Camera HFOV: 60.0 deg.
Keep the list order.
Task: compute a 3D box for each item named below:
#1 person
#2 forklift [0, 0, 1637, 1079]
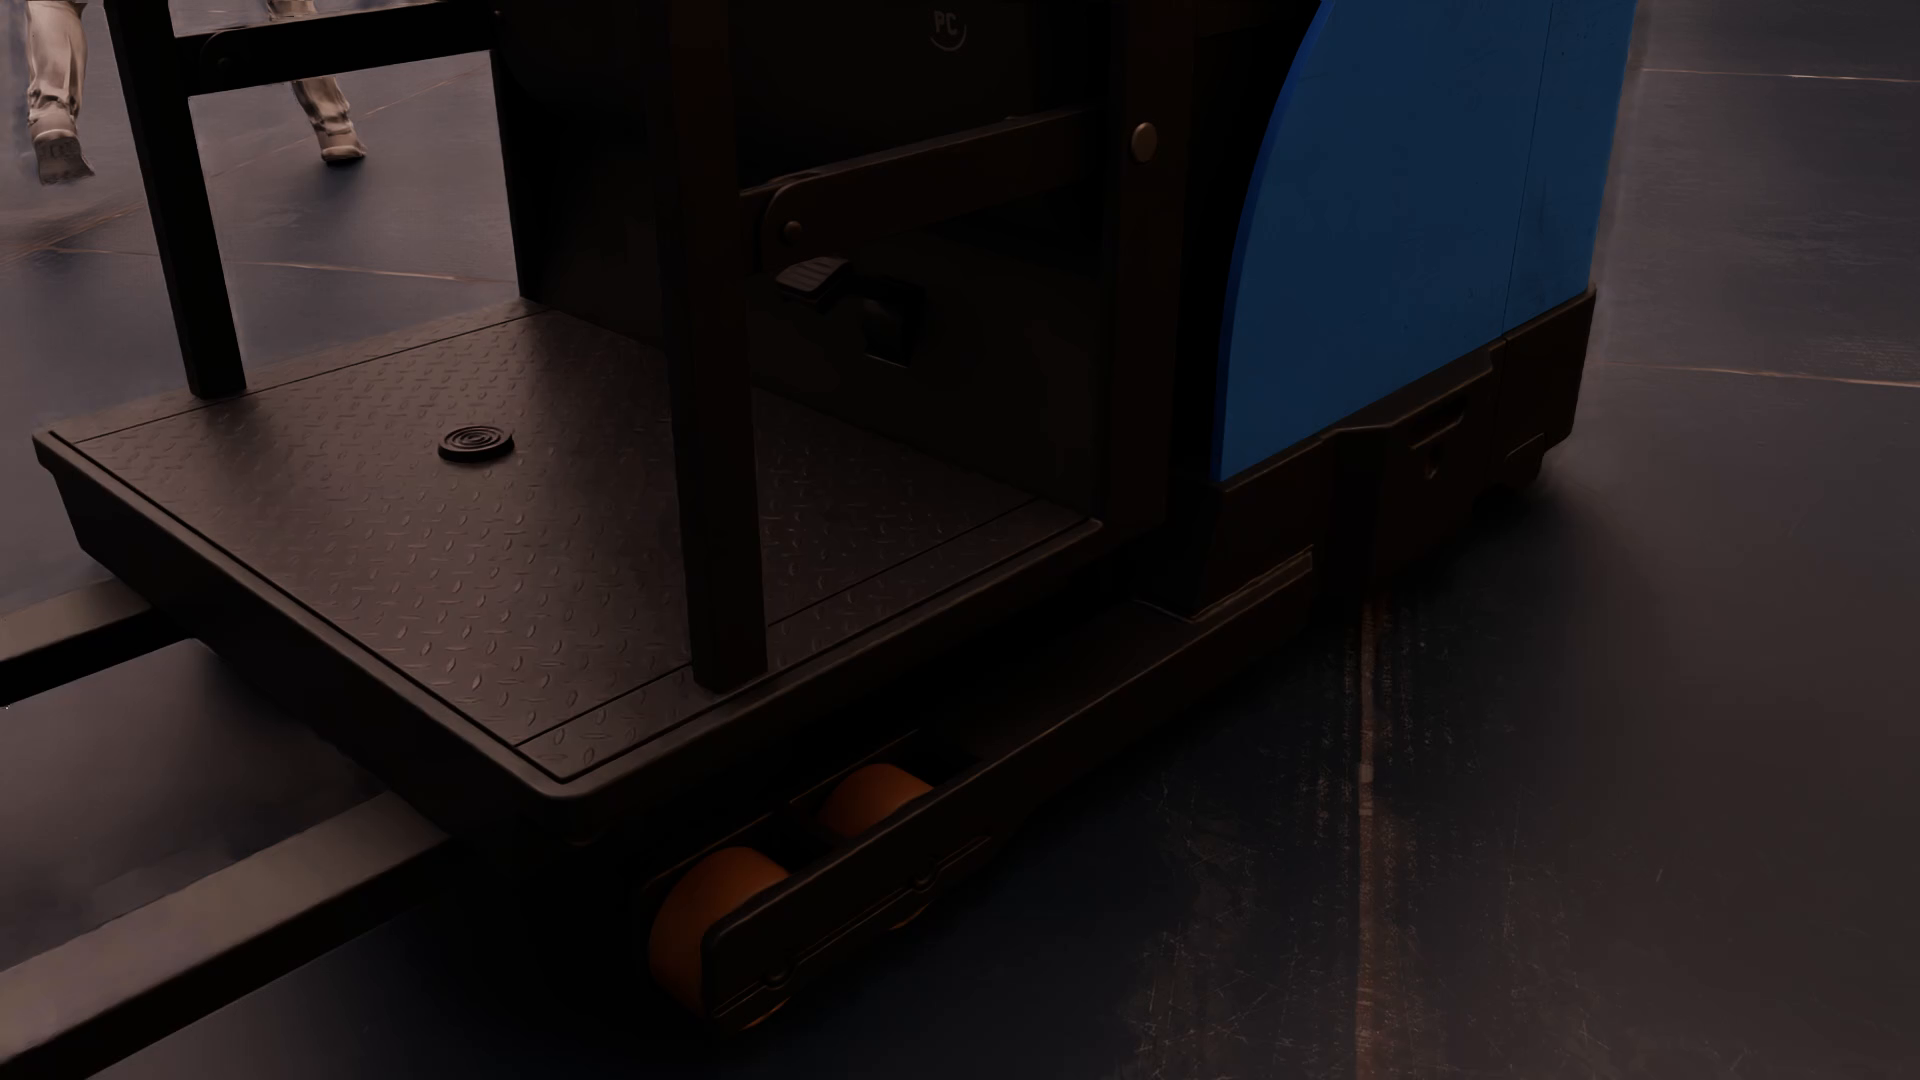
[{"bbox_3d":[-1.867,-1.604,4.066,1.080,1.557,0.455,-21,34,-36],"label":"person"},{"bbox_3d":[-0.380,-1.106,1.438,1.130,2.935,3.031,23,35,38],"label":"forklift"}]
